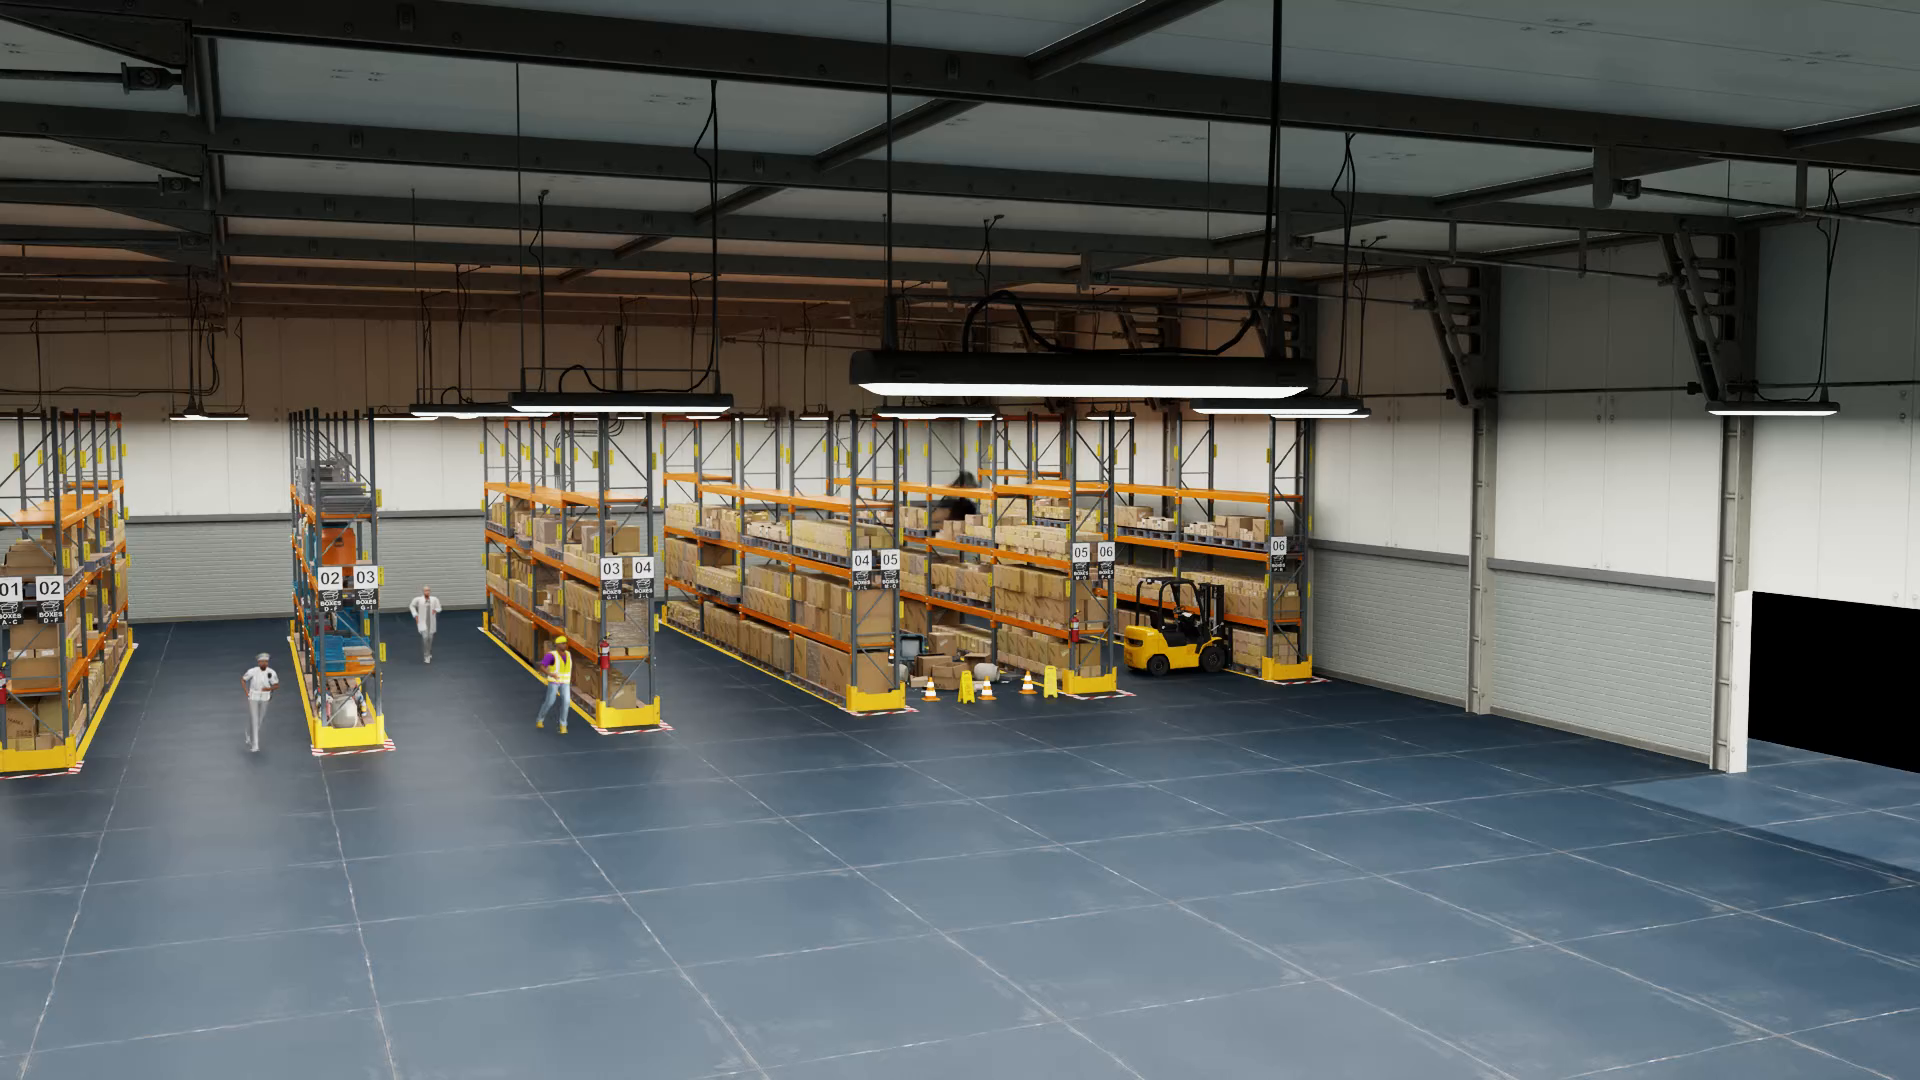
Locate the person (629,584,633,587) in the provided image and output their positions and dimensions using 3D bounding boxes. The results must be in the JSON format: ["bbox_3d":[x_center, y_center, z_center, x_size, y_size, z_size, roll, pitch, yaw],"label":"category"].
[{"bbox_3d":[-9.748,1.585,47.574,0.749,1.626,0.748,1,4,17],"label":"person"}]

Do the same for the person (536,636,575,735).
[{"bbox_3d":[-7.453,2.685,30.959,0.759,1.790,0.831,-4,5,-42],"label":"person"}]

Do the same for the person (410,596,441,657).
[{"bbox_3d":[-12.888,2.052,40.163,0.701,1.475,0.658,-3,5,-32],"label":"person"}]

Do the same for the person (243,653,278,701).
[{"bbox_3d":[-12.336,2.407,29.352,0.549,0.841,0.382,-3,5,-36],"label":"person"}]
